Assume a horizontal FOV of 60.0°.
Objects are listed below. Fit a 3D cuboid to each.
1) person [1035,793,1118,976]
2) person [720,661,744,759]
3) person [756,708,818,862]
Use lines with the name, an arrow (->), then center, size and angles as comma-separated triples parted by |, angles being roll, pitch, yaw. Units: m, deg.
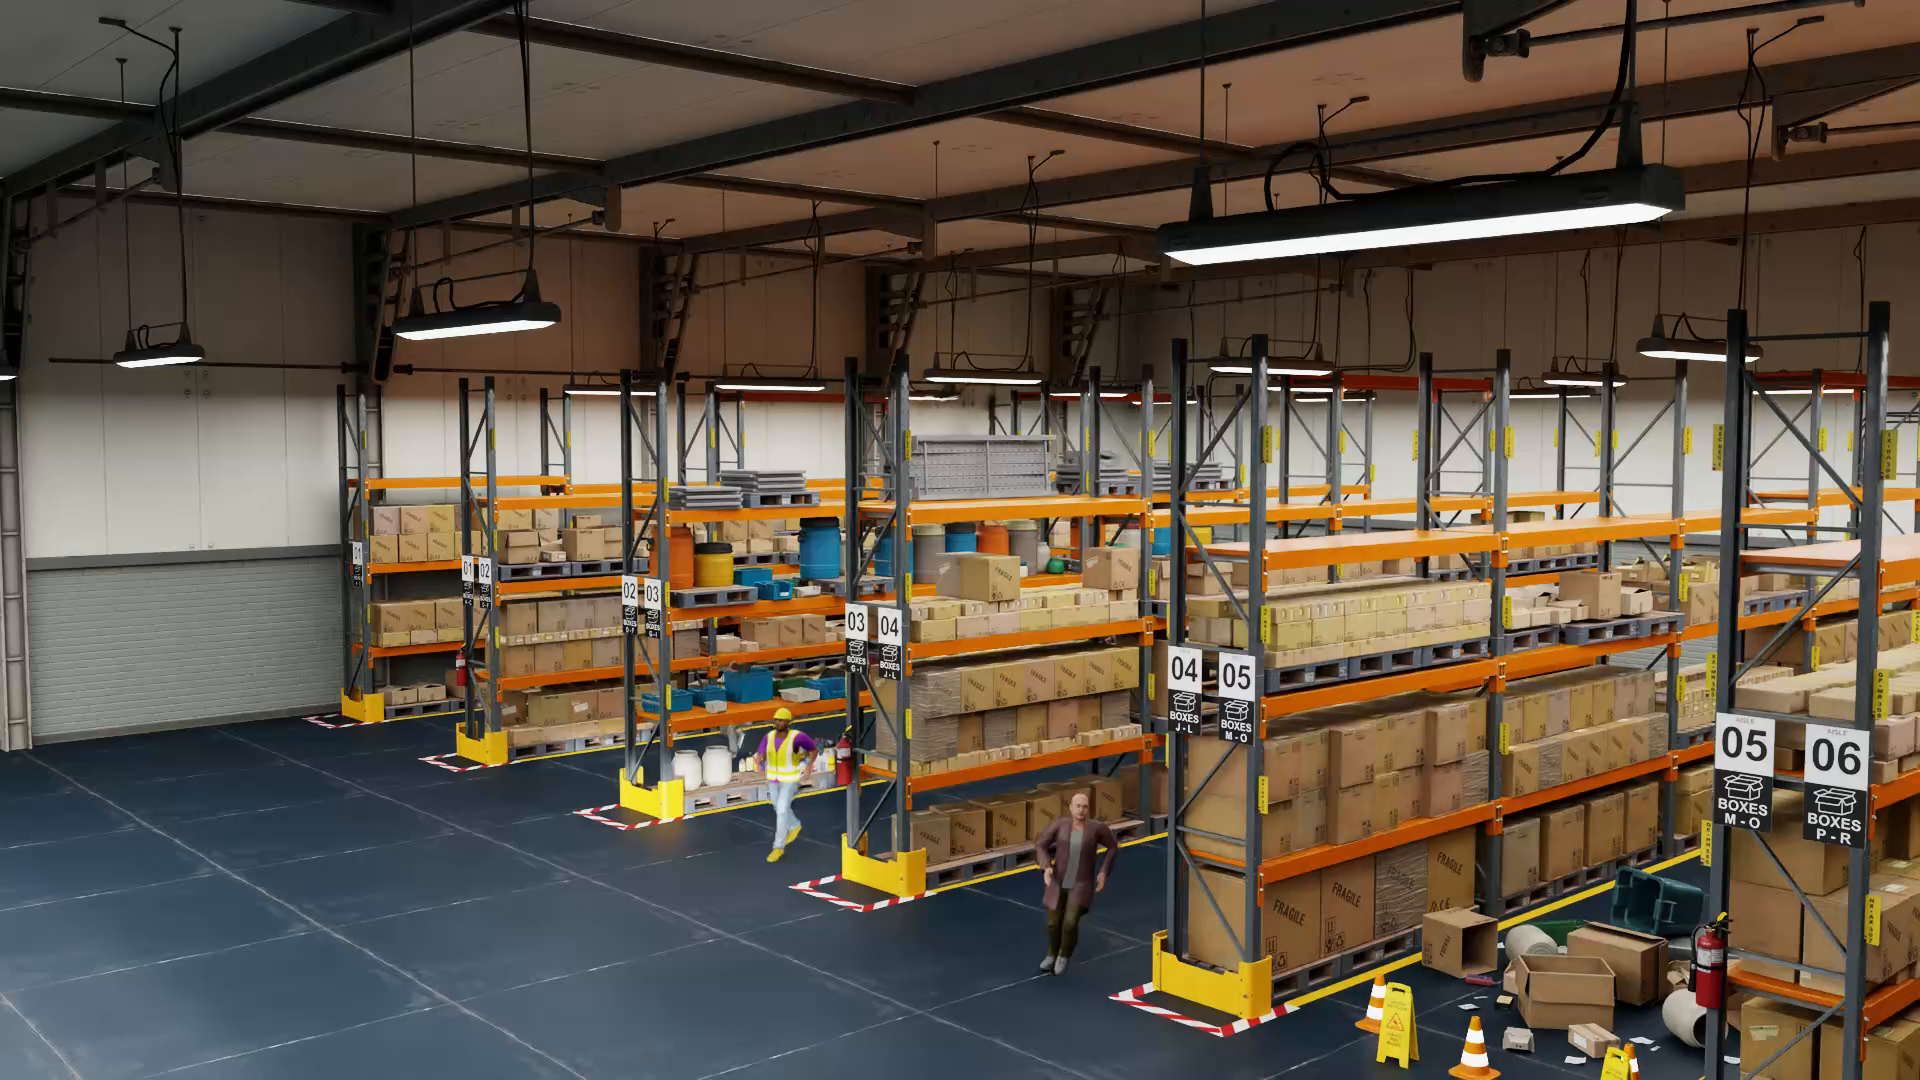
person -> 1.080, 3.262, 15.769 | 0.772, 1.730, 0.648 | 1, 4, 16
person -> -3.543, 2.712, 26.212 | 0.534, 1.464, 0.557 | 2, 4, 29
person -> -2.148, 2.931, 20.256 | 0.701, 1.771, 0.969 | 2, 4, 26
